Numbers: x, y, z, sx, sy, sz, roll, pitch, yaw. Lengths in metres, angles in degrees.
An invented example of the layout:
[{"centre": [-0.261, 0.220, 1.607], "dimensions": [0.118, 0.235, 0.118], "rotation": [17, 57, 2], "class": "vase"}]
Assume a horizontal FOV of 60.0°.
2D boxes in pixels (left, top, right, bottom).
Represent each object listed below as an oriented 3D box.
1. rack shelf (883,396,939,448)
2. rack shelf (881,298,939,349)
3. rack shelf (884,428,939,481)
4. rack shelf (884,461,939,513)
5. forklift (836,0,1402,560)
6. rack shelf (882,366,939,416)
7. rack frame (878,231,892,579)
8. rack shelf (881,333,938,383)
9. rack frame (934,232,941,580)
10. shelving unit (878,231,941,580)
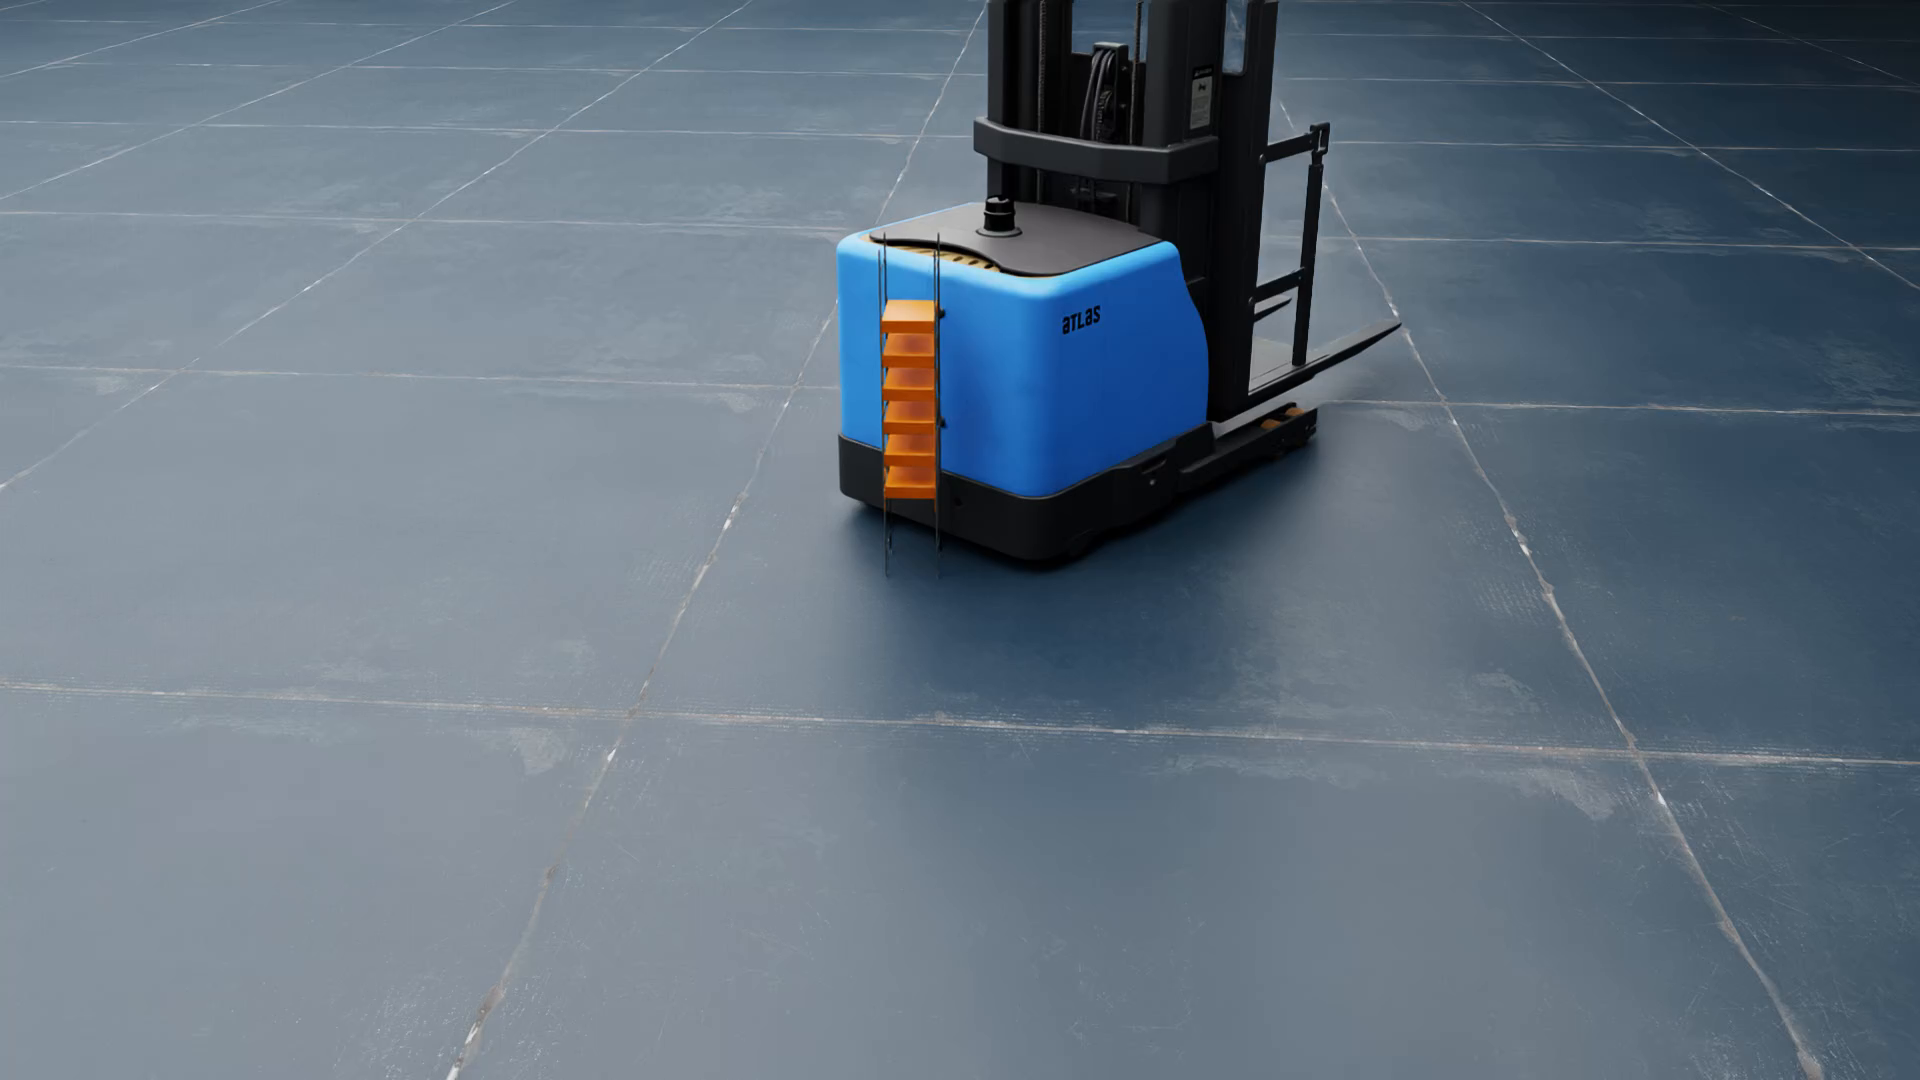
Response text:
[{"centre": [-0.169, -0.413, 5.819], "dimensions": [0.180, 0.103, 0.258], "rotation": [1, 25, 2], "class": "rack shelf"}, {"centre": [-0.169, -0.740, 5.668], "dimensions": [0.180, 0.103, 0.258], "rotation": [1, 25, 2], "class": "rack shelf"}, {"centre": [-0.169, -0.305, 5.869], "dimensions": [0.180, 0.103, 0.258], "rotation": [1, 25, 2], "class": "rack shelf"}, {"centre": [-0.169, -0.196, 5.920], "dimensions": [0.180, 0.103, 0.258], "rotation": [1, 25, 2], "class": "rack shelf"}, {"centre": [0.878, -1.795, 6.645], "dimensions": [1.130, 2.935, 3.031], "rotation": [20, 31, 37], "class": "forklift"}, {"centre": [-0.169, -0.522, 5.769], "dimensions": [0.180, 0.103, 0.258], "rotation": [1, 25, 2], "class": "rack shelf"}, {"centre": [-0.260, -0.455, 5.804], "dimensions": [0.006, 1.200, 0.240], "rotation": [1, 25, 2], "class": "rack frame"}, {"centre": [-0.169, -0.631, 5.718], "dimensions": [0.180, 0.103, 0.258], "rotation": [1, 25, 2], "class": "rack shelf"}, {"centre": [-0.077, -0.452, 5.797], "dimensions": [0.006, 1.200, 0.240], "rotation": [1, 25, 2], "class": "rack frame"}, {"centre": [-0.169, -0.454, 5.800], "dimensions": [0.189, 1.200, 0.258], "rotation": [1, 25, 2], "class": "shelving unit"}]
